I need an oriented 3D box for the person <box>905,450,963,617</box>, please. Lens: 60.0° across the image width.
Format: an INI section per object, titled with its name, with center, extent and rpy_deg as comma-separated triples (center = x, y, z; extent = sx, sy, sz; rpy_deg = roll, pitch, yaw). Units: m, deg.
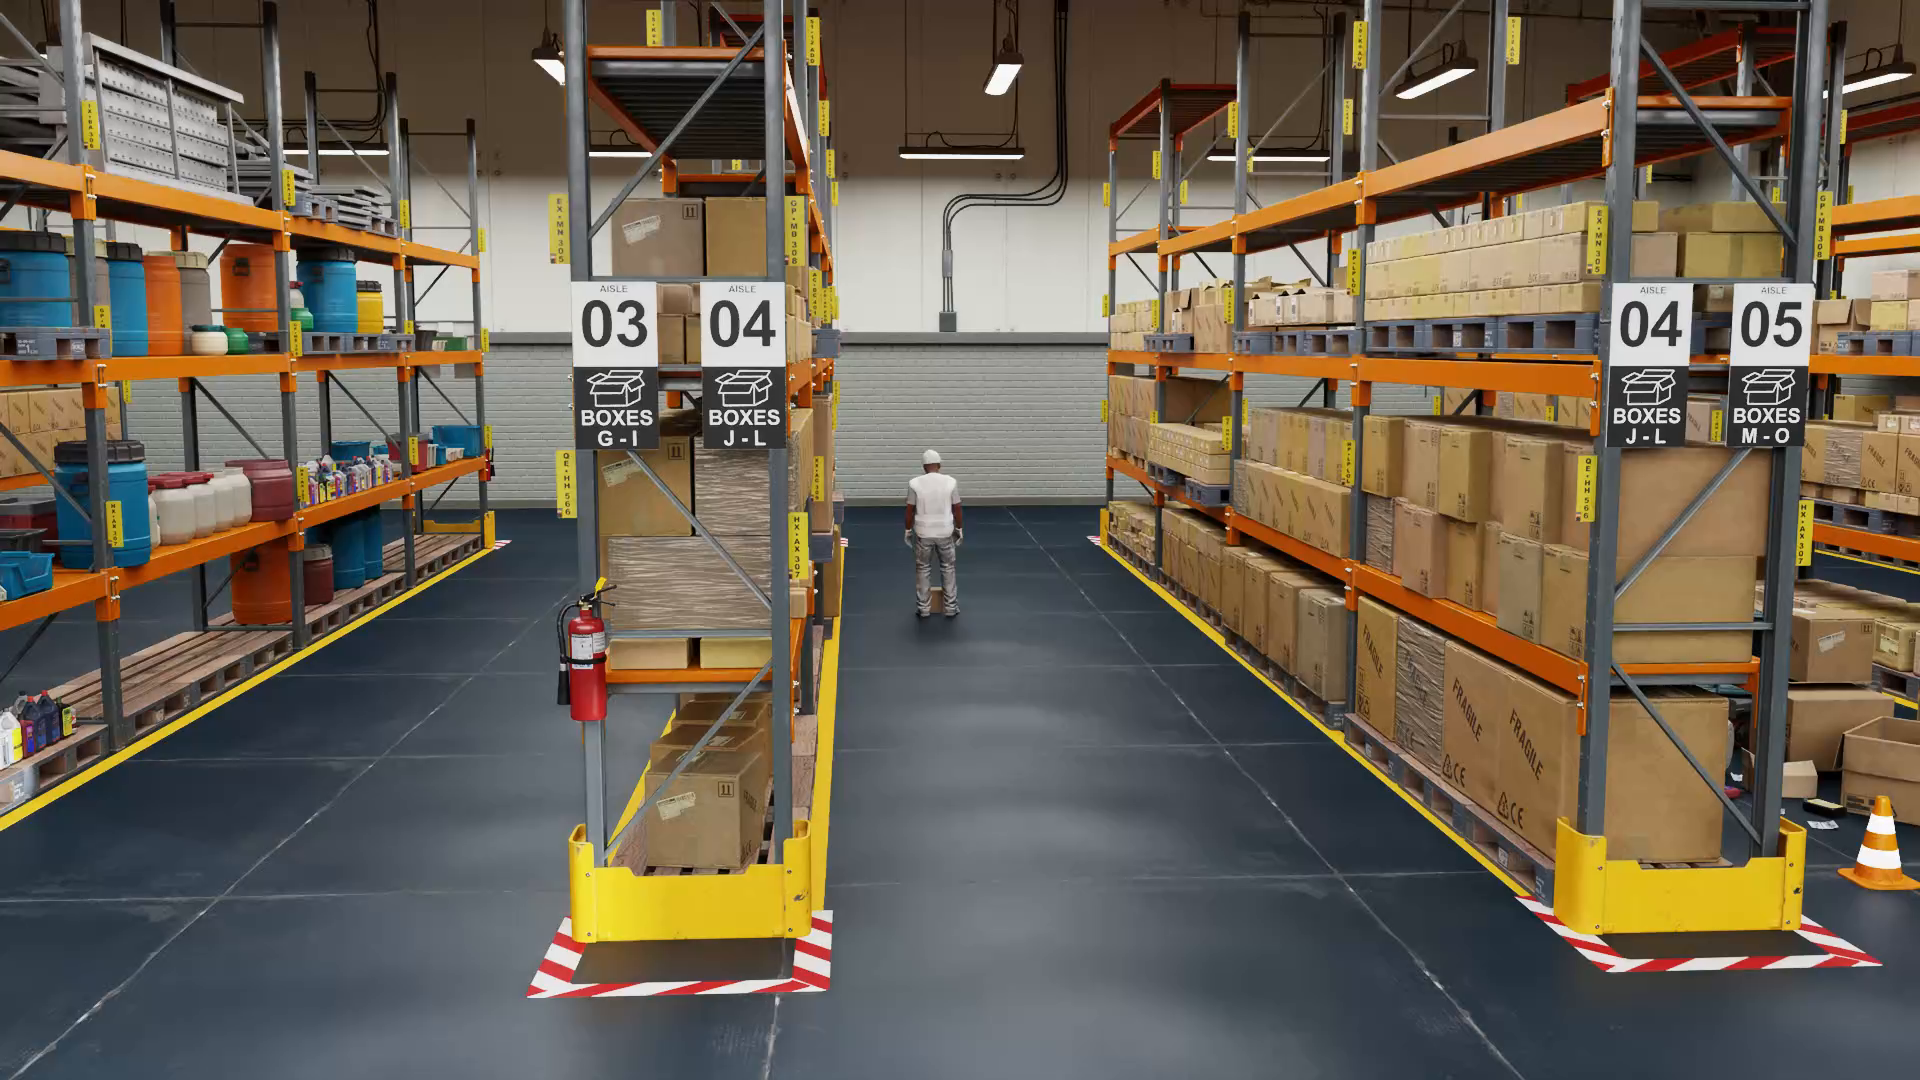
[person]
center = -0.278, -0.074, 17.817
extent = 0.622, 1.774, 0.454
rpy_deg = -1, 7, -4
